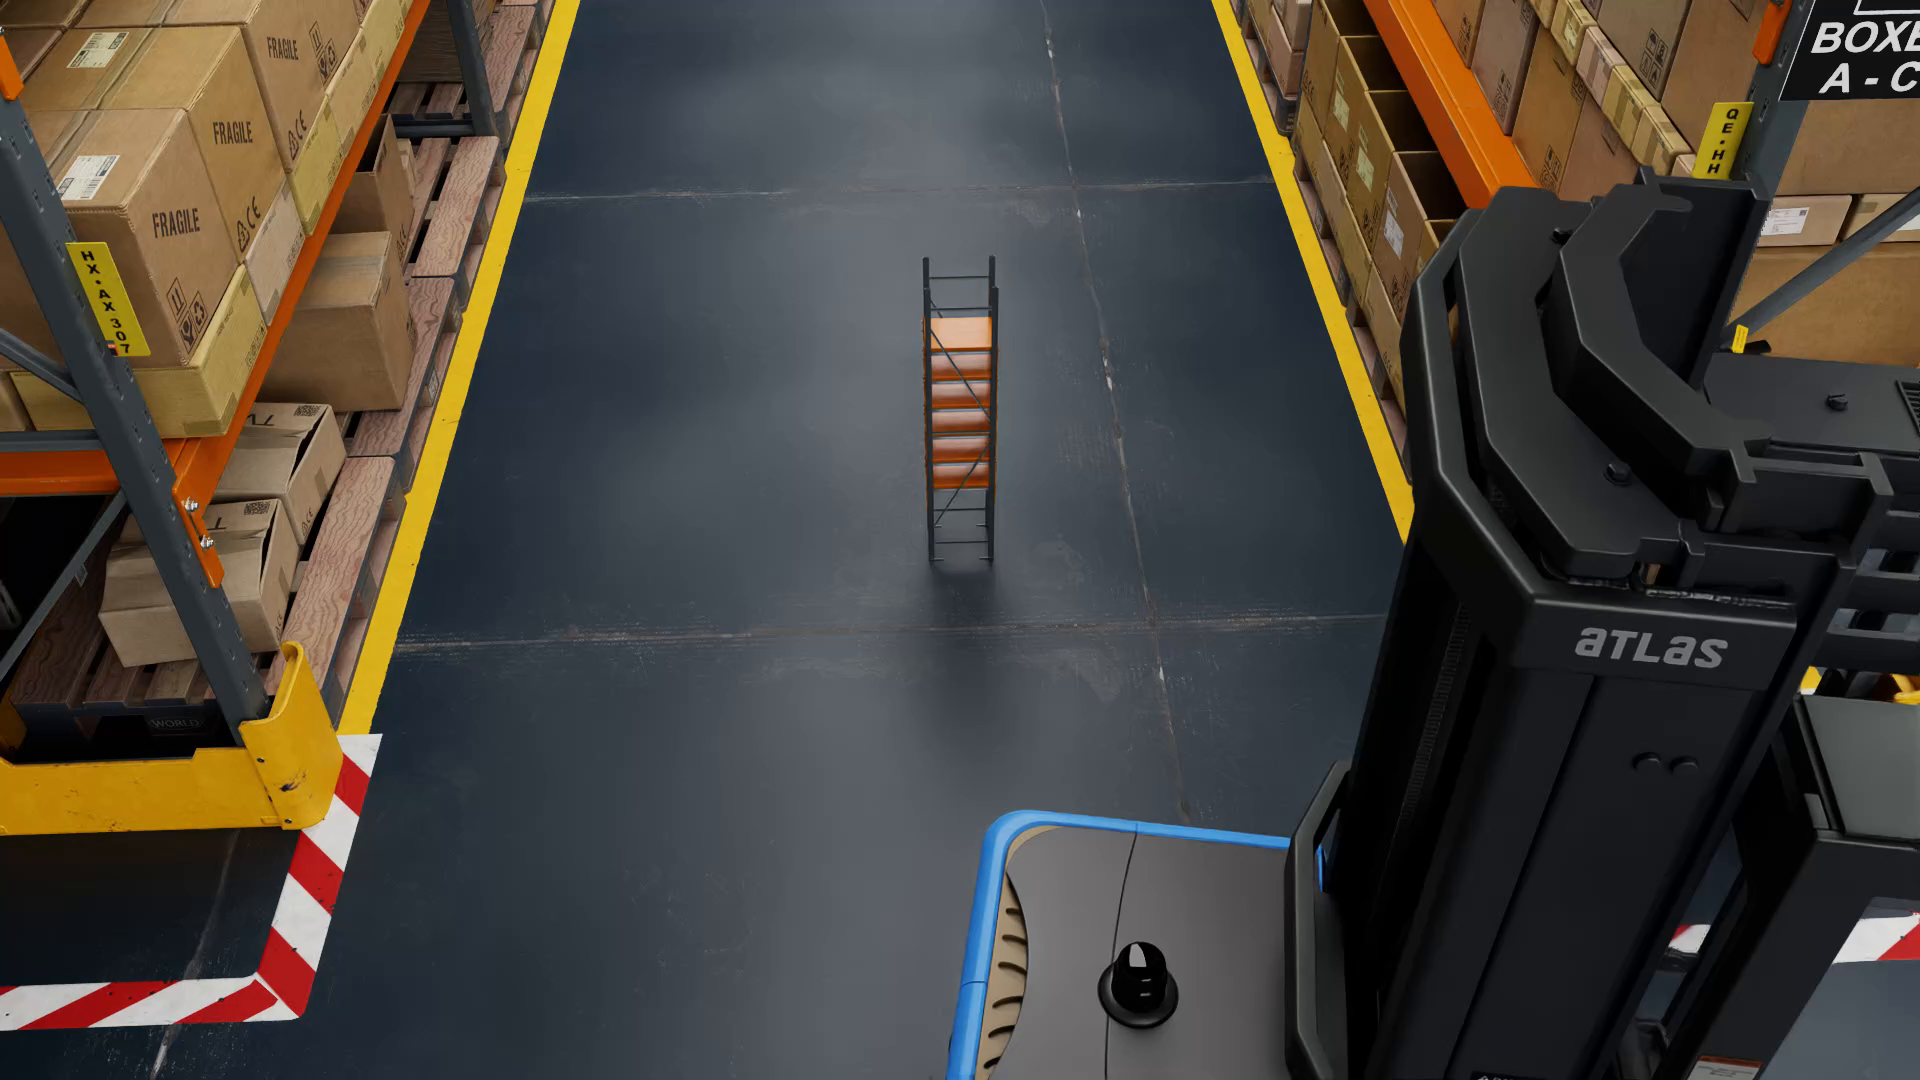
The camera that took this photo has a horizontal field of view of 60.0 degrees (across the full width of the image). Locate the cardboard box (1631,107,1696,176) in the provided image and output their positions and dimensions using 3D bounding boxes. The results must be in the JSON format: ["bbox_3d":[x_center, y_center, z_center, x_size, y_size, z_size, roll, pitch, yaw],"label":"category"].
[{"bbox_3d":[2.127,-1.093,4.669,0.380,0.149,0.250,-1,43,-1],"label":"cardboard box"}]

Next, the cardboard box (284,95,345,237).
[{"bbox_3d":[-2.358,-1.228,5.466,0.500,0.250,0.500,-2,43,-2],"label":"cardboard box"}]

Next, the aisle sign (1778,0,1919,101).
[{"bbox_3d":[2.056,-1.294,3.517,0.394,0.787,0.004,-2,43,-2],"label":"aisle sign"}]

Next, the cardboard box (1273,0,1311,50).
[{"bbox_3d":[1.873,-2.702,8.287,0.500,0.311,0.500,-2,43,-2],"label":"cardboard box"}]

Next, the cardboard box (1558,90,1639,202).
[{"bbox_3d":[2.312,-1.095,5.151,0.700,0.500,0.500,-1,43,-1],"label":"cardboard box"}]

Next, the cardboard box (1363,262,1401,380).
[{"bbox_3d":[1.953,-0.895,6.731,0.500,0.250,0.500,-2,43,-2],"label":"cardboard box"}]

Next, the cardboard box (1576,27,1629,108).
[{"bbox_3d":[2.108,-1.436,5.042,0.380,0.149,0.250,-1,43,-1],"label":"cardboard box"}]

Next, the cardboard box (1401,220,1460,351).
[{"bbox_3d":[1.969,-0.834,6.109,0.500,0.500,0.500,-2,43,-2],"label":"cardboard box"}]

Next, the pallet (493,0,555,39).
[{"bbox_3d":[-2.862,-3.267,9.658,1.003,0.211,1.213,-2,43,-2],"label":"pallet"}]

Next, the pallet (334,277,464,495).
[{"bbox_3d":[-2.654,-0.638,6.790,1.003,0.211,1.213,-2,43,-2],"label":"pallet"}]

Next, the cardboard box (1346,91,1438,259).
[{"bbox_3d":[1.926,-1.509,6.845,0.500,0.500,0.500,-2,43,-2],"label":"cardboard box"}]

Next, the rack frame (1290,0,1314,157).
[{"bbox_3d":[2.177,-3.088,7.400,1.000,3.000,0.127,-2,43,-2],"label":"rack frame"}]

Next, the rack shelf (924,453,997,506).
[{"bbox_3d":[0.001,-0.223,6.026,0.258,0.103,0.180,-2,43,-2],"label":"rack shelf"}]

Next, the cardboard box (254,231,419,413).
[{"bbox_3d":[-2.547,-0.835,6.466,0.700,0.500,0.500,-4,43,-4],"label":"cardboard box"}]

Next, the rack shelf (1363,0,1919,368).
[{"bbox_3d":[2.262,-1.473,6.170,1.077,0.370,4.000,-2,43,-2],"label":"rack shelf"}]

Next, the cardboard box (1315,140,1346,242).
[{"bbox_3d":[1.910,-1.570,7.467,0.500,0.250,0.500,-2,43,-2],"label":"cardboard box"}]

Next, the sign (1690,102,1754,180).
[{"bbox_3d":[1.804,-0.896,3.975,0.100,0.325,0.005,-2,43,-2],"label":"sign"}]

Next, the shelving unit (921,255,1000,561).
[{"bbox_3d":[0.001,-0.433,5.834,0.258,1.200,0.189,-2,43,-2],"label":"shelving unit"}]

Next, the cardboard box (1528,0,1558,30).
[{"bbox_3d":[2.084,-1.791,5.430,0.380,0.149,0.250,-1,43,-1],"label":"cardboard box"}]

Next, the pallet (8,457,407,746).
[{"bbox_3d":[-2.605,0.184,5.893,1.003,0.211,1.213,-2,43,-2],"label":"pallet"}]

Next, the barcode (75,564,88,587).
[{"bbox_3d":[-2.942,0.112,5.566,0.001,0.075,0.075,-2,43,-2],"label":"barcode"}]

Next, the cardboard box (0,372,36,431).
[{"bbox_3d":[-2.816,-0.505,4.678,0.500,0.250,0.500,-1,43,-1],"label":"cardboard box"}]

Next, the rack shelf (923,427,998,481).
[{"bbox_3d":[0.001,-0.311,5.945,0.258,0.103,0.180,-2,43,-2],"label":"rack shelf"}]

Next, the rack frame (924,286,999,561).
[{"bbox_3d":[0.005,-0.371,5.767,0.240,1.200,0.006,-2,43,-2],"label":"rack frame"}]

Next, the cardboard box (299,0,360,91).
[{"bbox_3d":[-2.383,-1.834,5.572,0.500,0.500,0.500,0,43,0],"label":"cardboard box"}]

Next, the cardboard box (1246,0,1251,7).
[{"bbox_3d":[1.828,-3.188,9.232,0.500,0.250,0.500,-1,43,-1],"label":"cardboard box"}]

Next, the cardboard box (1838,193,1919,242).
[{"bbox_3d":[2.545,-0.935,4.496,0.380,0.149,0.250,-2,43,-2],"label":"cardboard box"}]

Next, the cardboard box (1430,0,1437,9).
[{"bbox_3d":[2.231,-2.470,6.651,0.700,0.500,0.500,-2,43,-2],"label":"cardboard box"}]

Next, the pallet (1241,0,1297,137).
[{"bbox_3d":[2.106,-2.557,8.883,1.003,0.211,1.213,-2,43,-2],"label":"pallet"}]

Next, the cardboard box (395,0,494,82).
[{"bbox_3d":[-2.820,-2.681,8.479,0.700,0.500,0.500,0,43,0],"label":"cardboard box"}]

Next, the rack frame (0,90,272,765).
[{"bbox_3d":[-2.602,-0.243,4.296,1.000,3.000,0.127,-2,43,-2],"label":"rack frame"}]

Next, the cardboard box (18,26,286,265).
[{"bbox_3d":[-2.333,-1.137,4.812,0.500,0.500,0.500,-2,43,-2],"label":"cardboard box"}]

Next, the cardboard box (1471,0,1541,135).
[{"bbox_3d":[2.271,-1.785,5.904,0.700,0.500,0.500,0,43,-1],"label":"cardboard box"}]

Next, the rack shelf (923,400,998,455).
[{"bbox_3d":[0.001,-0.400,5.864,0.258,0.103,0.180,-2,43,-2],"label":"rack shelf"}]

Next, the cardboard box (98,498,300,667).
[{"bbox_3d":[-2.542,0.116,5.568,0.500,0.311,0.500,-6,43,-7],"label":"cardboard box"}]

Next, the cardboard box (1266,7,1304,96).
[{"bbox_3d":[1.869,-2.501,8.483,0.500,0.250,0.500,-2,43,-2],"label":"cardboard box"}]

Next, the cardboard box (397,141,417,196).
[{"bbox_3d":[-2.720,-1.701,7.657,0.380,0.166,0.250,-7,43,-7],"label":"cardboard box"}]

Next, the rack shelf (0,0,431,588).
[{"bbox_3d":[-2.687,-1.328,6.012,1.077,0.370,4.000,-2,43,-2],"label":"rack shelf"}]

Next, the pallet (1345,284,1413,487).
[{"bbox_3d":[2.223,-0.697,6.854,1.003,0.211,1.213,-2,43,-2],"label":"pallet"}]

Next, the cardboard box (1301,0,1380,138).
[{"bbox_3d":[1.884,-2.184,7.582,0.500,0.500,0.500,-2,43,-2],"label":"cardboard box"}]

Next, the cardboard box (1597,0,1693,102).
[{"bbox_3d":[2.310,-1.609,4.752,0.700,0.500,0.500,-3,43,-3],"label":"cardboard box"}]

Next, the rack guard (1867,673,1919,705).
[{"bbox_3d":[2.348,0.550,5.280,1.175,0.500,0.348,-2,43,-2],"label":"rack guard"}]

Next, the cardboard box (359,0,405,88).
[{"bbox_3d":[-2.400,-1.909,6.209,0.500,0.250,0.500,-2,43,-2],"label":"cardboard box"}]

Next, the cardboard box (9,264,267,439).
[{"bbox_3d":[-2.306,-0.534,4.709,0.500,0.250,0.500,-3,43,-3],"label":"cardboard box"}]

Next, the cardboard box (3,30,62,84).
[{"bbox_3d":[-2.846,-1.124,4.798,0.500,0.500,0.500,-1,43,-1],"label":"cardboard box"}]

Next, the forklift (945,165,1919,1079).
[{"bbox_3d":[1.486,0.807,3.200,3.031,2.935,1.130,5,43,6],"label":"forklift"}]
